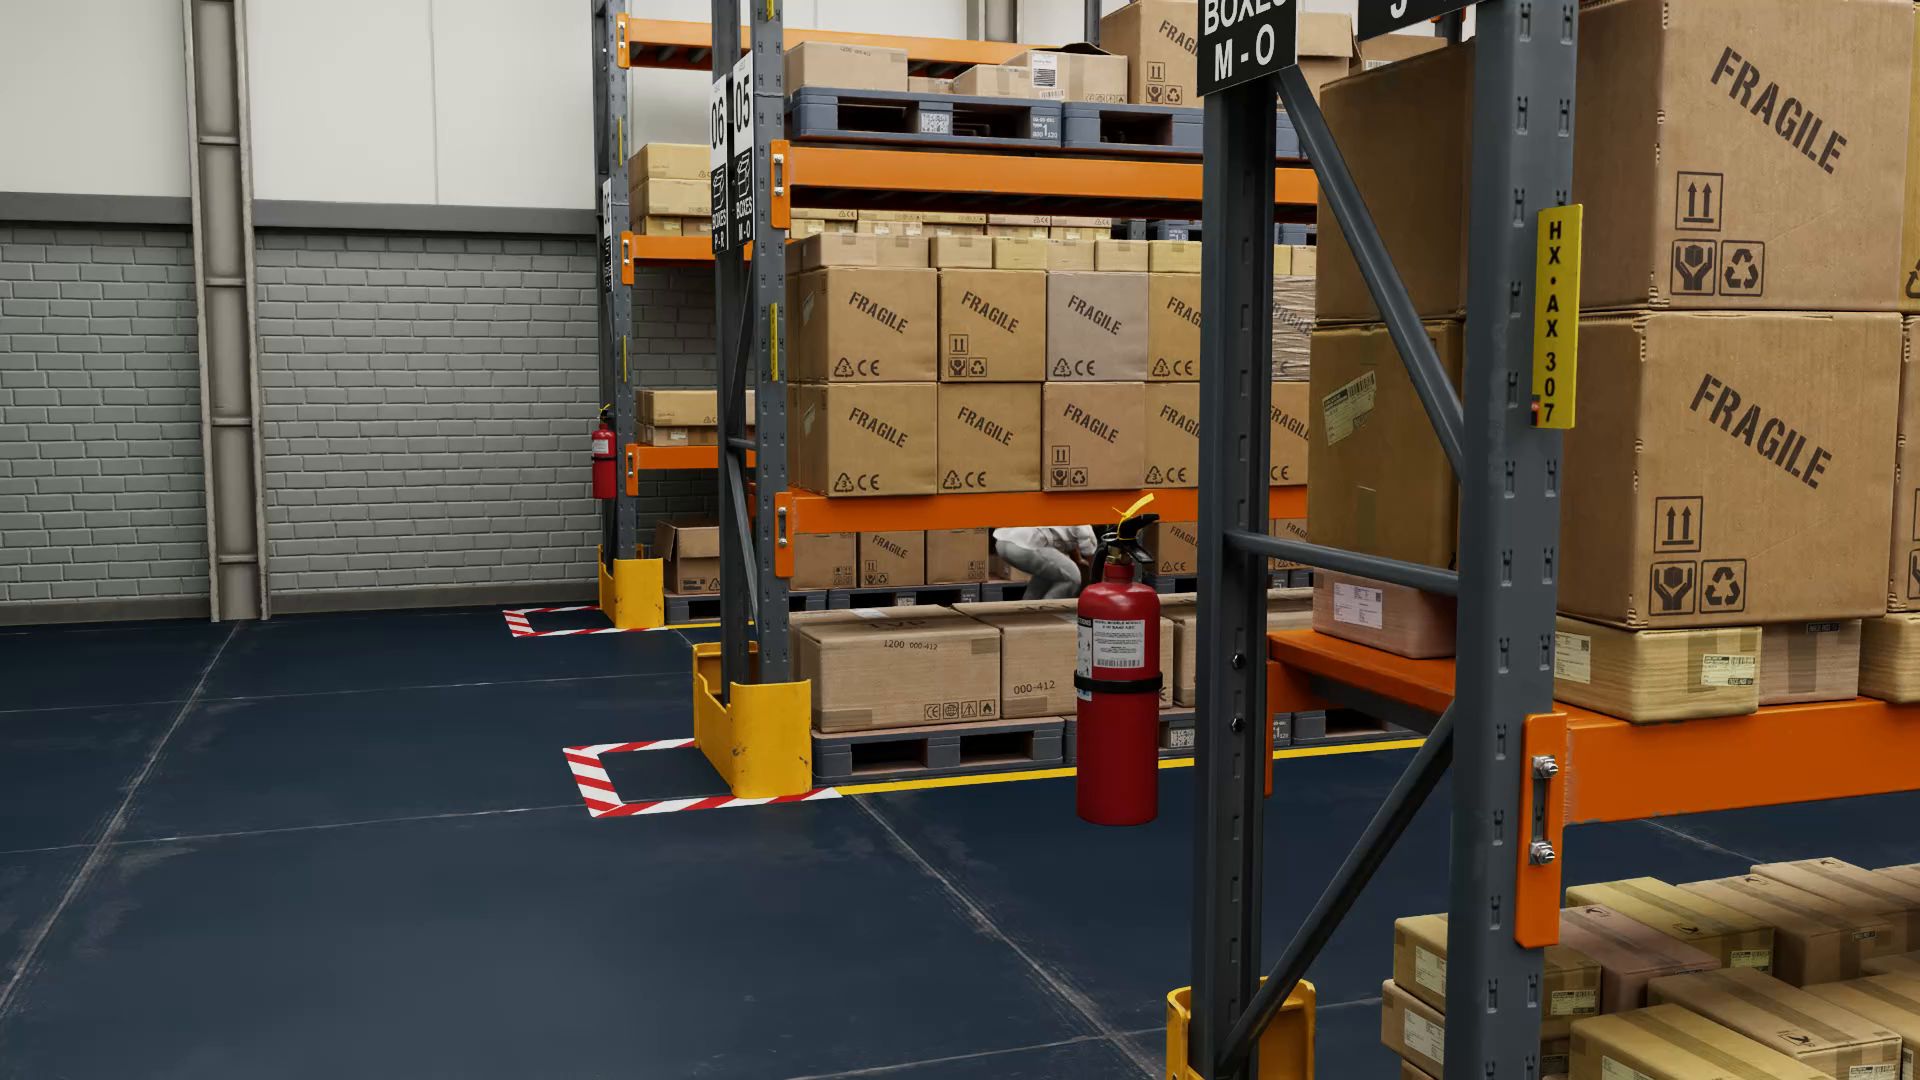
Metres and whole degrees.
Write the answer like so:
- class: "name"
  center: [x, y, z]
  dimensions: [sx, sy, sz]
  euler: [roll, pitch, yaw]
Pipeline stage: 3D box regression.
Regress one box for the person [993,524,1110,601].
- class: "person"
  center: [0.693, 0.169, 11.983]
  dimensions: [0.921, 0.943, 0.521]
  euler: [-2, 6, -21]
